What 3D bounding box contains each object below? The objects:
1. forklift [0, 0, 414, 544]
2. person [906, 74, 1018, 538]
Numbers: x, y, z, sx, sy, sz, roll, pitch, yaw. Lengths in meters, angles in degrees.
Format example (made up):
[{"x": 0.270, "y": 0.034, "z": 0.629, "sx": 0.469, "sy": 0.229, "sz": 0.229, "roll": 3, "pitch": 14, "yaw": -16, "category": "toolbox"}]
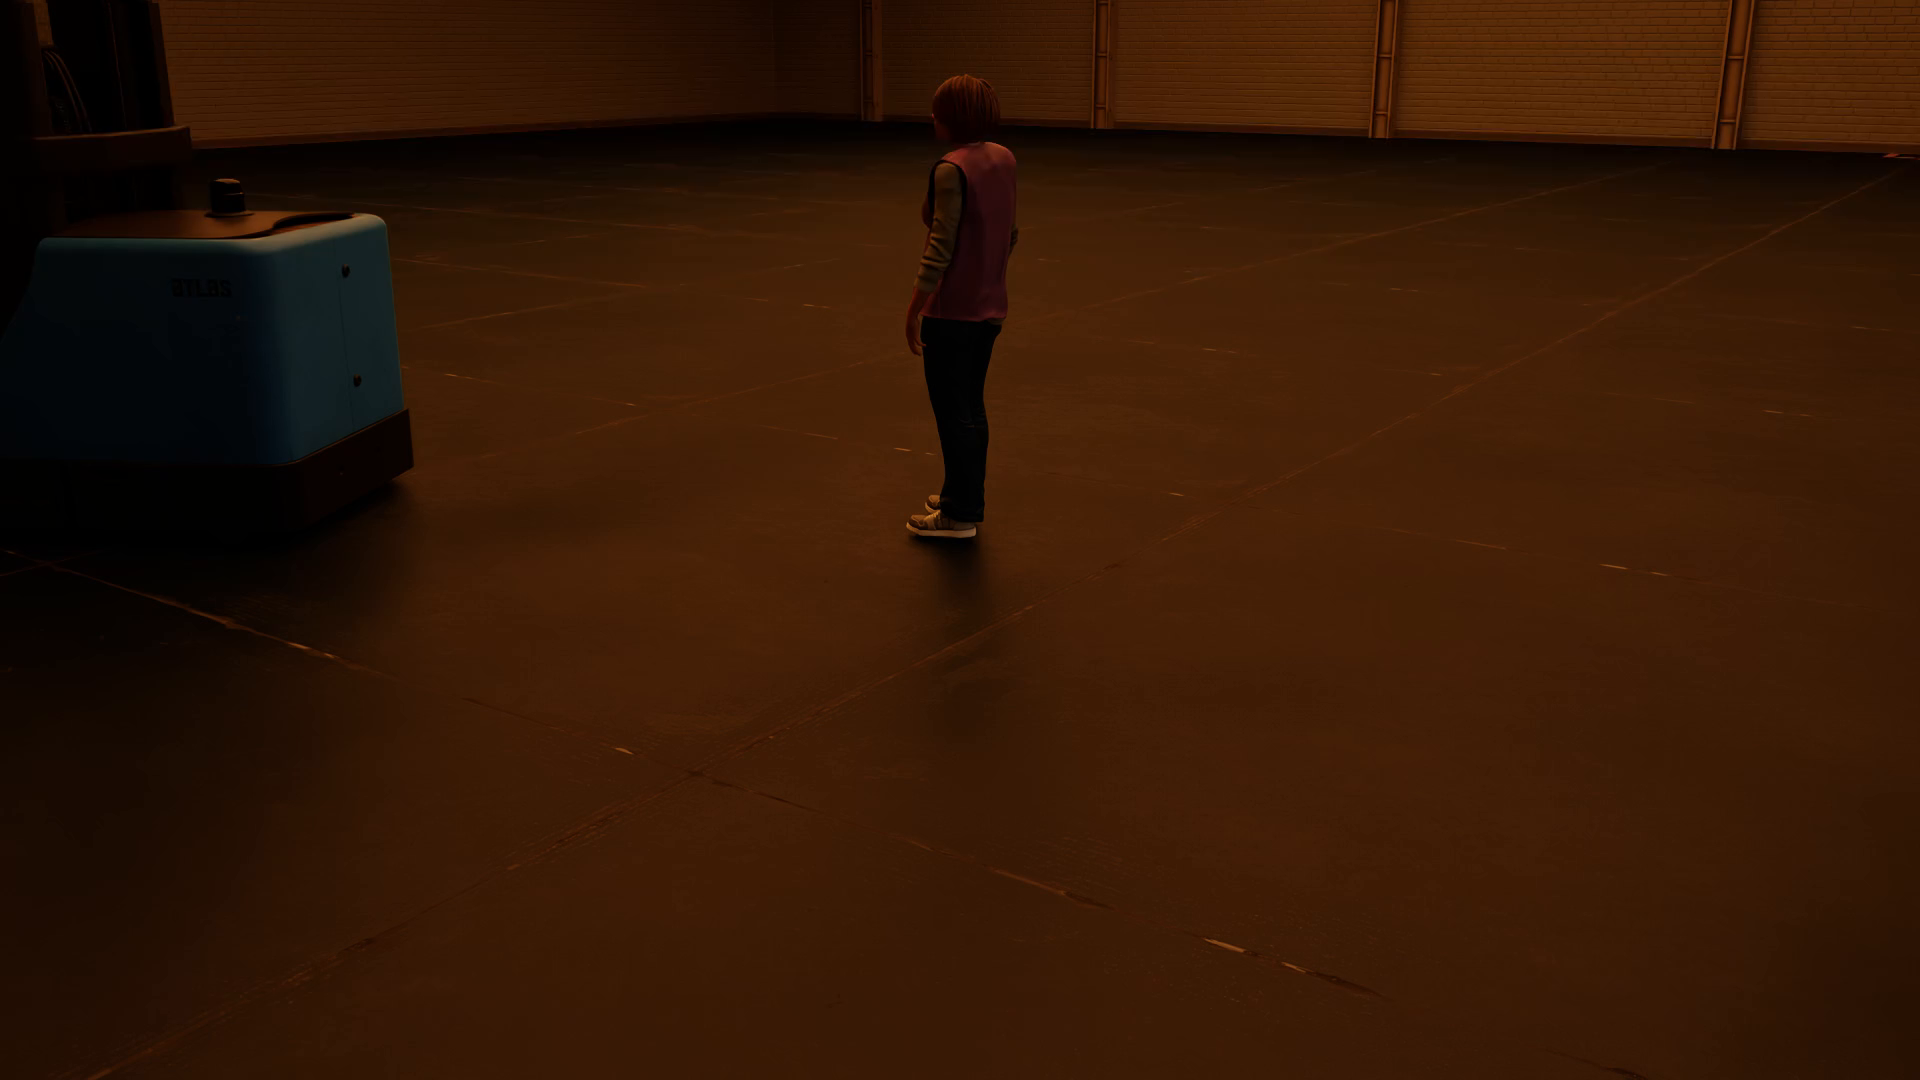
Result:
[{"x": -3.748, "y": -1.554, "z": 6.030, "sx": 3.031, "sy": 2.935, "sz": 1.130, "roll": 2, "pitch": 17, "yaw": 6, "category": "forklift"}, {"x": -0.053, "y": -0.788, "z": 5.769, "sx": 0.473, "sy": 1.599, "sz": 0.520, "roll": 11, "pitch": 20, "yaw": 33, "category": "person"}]
